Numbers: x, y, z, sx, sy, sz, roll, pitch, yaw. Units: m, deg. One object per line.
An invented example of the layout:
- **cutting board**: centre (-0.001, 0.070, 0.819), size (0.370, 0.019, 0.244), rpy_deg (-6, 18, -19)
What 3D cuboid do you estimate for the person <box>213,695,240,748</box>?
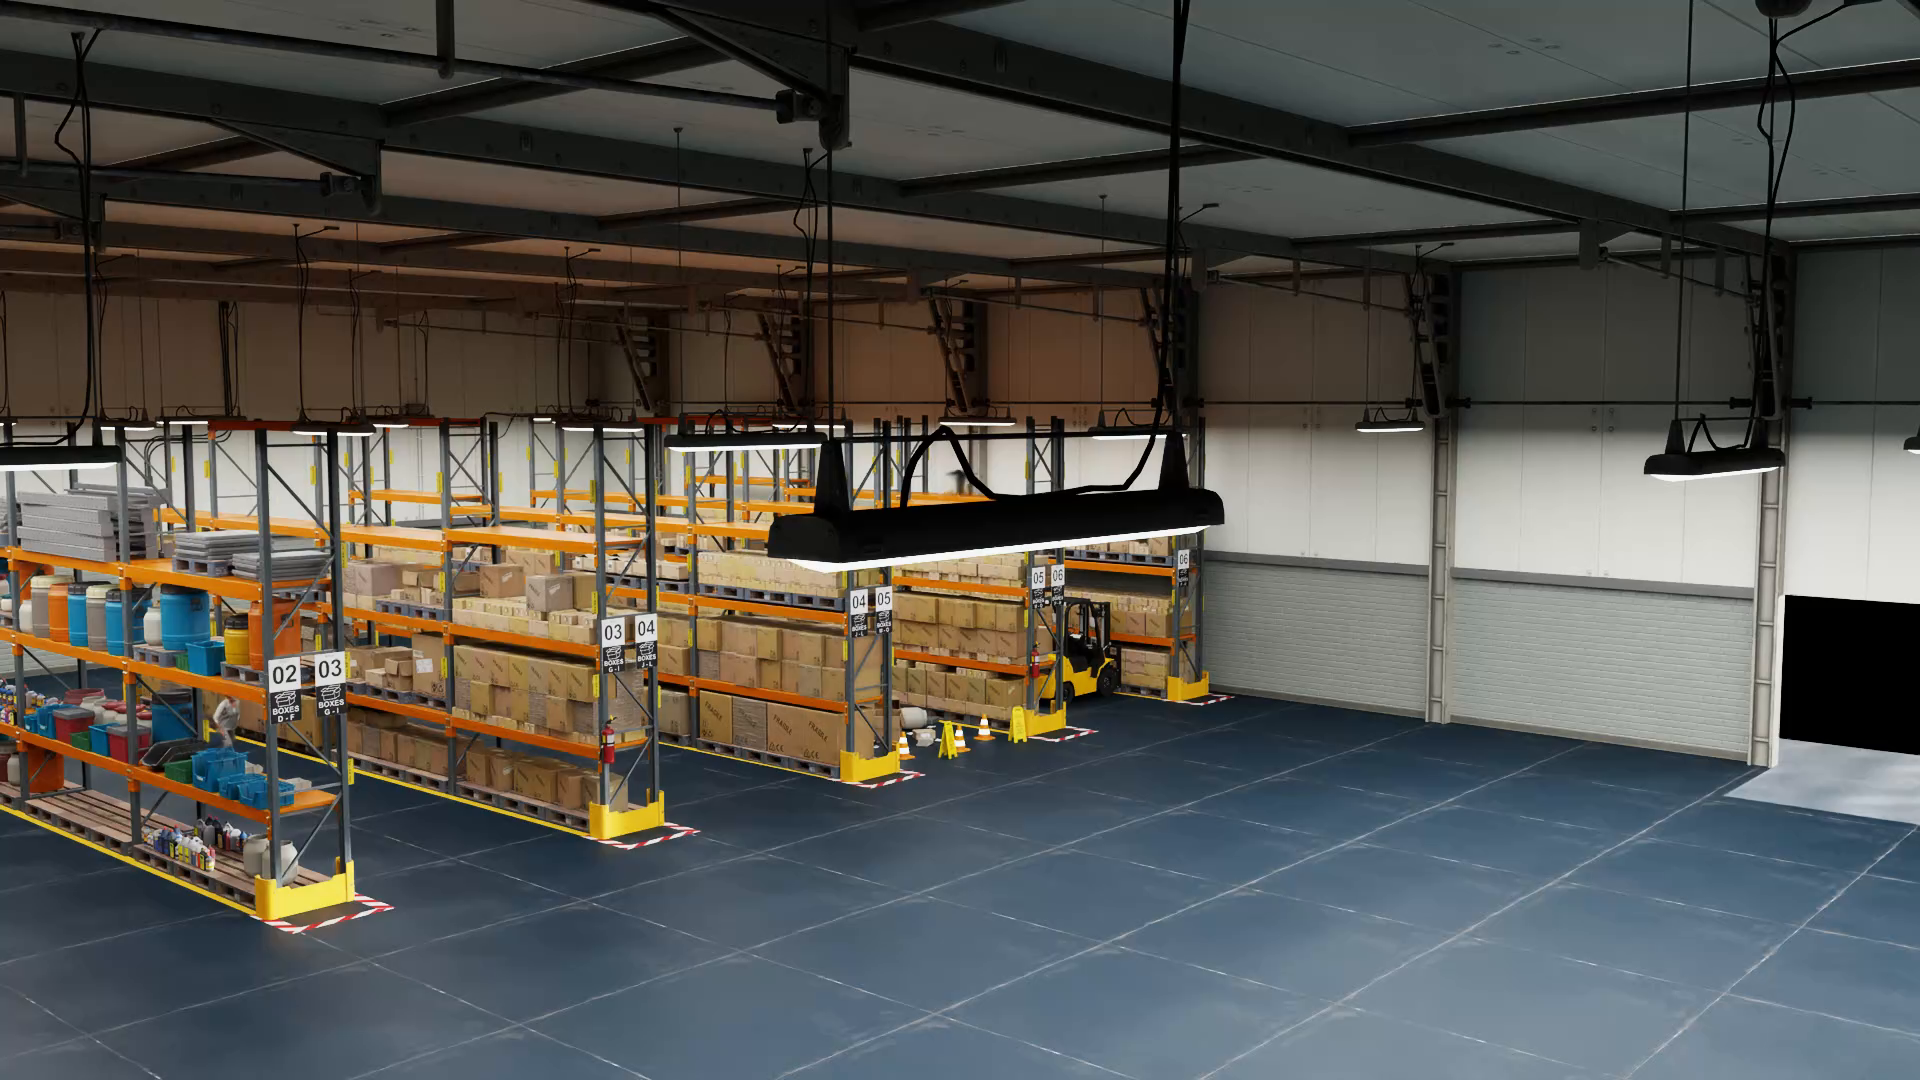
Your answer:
- **person**: centre (-12.577, 3.257, 28.434), size (0.765, 1.437, 0.576), rpy_deg (2, 5, 21)
